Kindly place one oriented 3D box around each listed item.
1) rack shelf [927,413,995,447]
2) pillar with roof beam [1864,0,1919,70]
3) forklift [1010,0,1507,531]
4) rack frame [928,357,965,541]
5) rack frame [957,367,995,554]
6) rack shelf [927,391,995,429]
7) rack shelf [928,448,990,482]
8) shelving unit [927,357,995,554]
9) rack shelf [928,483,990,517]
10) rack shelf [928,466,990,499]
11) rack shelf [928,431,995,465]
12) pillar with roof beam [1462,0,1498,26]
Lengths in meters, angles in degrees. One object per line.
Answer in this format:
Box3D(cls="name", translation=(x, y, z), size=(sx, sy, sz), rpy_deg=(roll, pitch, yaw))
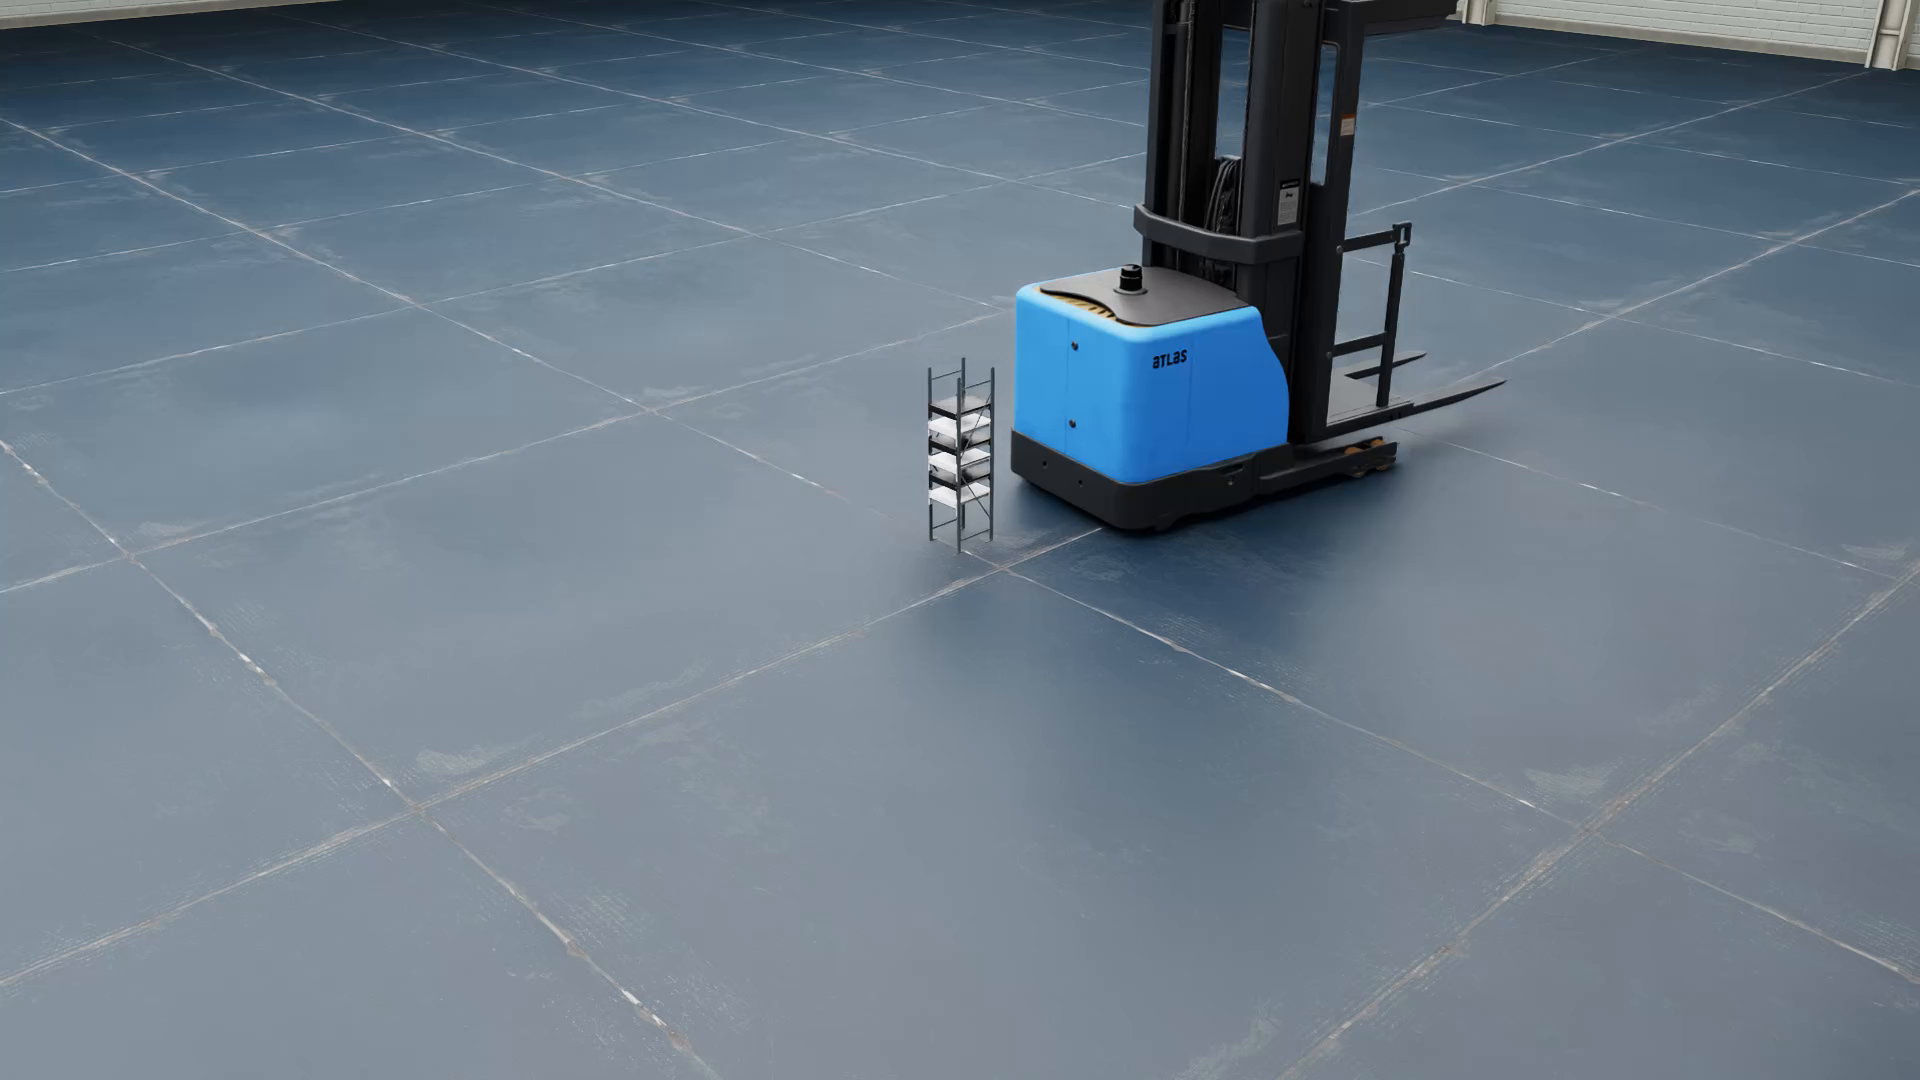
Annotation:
Box3D(cls="rack shelf", translation=(0.006, -0.540, 7.997), size=(0.258, 0.077, 0.200), rpy_deg=(-21, 32, -38))
Box3D(cls="pillar with roof beam", translation=(9.019, -9.088, 17.329), size=(9.100, 9.000, 0.400), rpy_deg=(-21, 32, -38))
Box3D(cls="forklift", translation=(1.777, -1.834, 8.738), size=(3.031, 2.935, 1.130), rpy_deg=(-16, 29, -31))
Box3D(cls="rack frame", translation=(-0.064, -0.438, 8.125), size=(0.240, 0.900, 0.006), rpy_deg=(-21, 32, -38))
Box3D(cls="rack frame", translation=(0.075, -0.376, 7.990), size=(0.240, 0.900, 0.006), rpy_deg=(-21, 32, -38))
Box3D(cls="rack shelf", translation=(0.006, -0.622, 7.960), size=(0.258, 0.077, 0.200), rpy_deg=(-21, 32, -38))
Box3D(cls="rack shelf", translation=(0.006, -0.377, 8.072), size=(0.258, 0.077, 0.200), rpy_deg=(-21, 32, -38))
Box3D(cls="shelving unit", translation=(0.006, -0.407, 8.058), size=(0.258, 0.900, 0.210), rpy_deg=(-21, 32, -38))
Box3D(cls="rack shelf", translation=(0.006, -0.213, 8.146), size=(0.258, 0.077, 0.200), rpy_deg=(-21, 32, -38))
Box3D(cls="rack shelf", translation=(0.006, -0.295, 8.109), size=(0.258, 0.077, 0.200), rpy_deg=(-21, 32, -38))
Box3D(cls="rack shelf", translation=(0.006, -0.459, 8.034), size=(0.258, 0.077, 0.200), rpy_deg=(-21, 32, -38))
Box3D(cls="pillar with roof beam", translation=(4.918, -10.906, 21.314), size=(9.100, 9.000, 0.400), rpy_deg=(-21, 32, -38))
